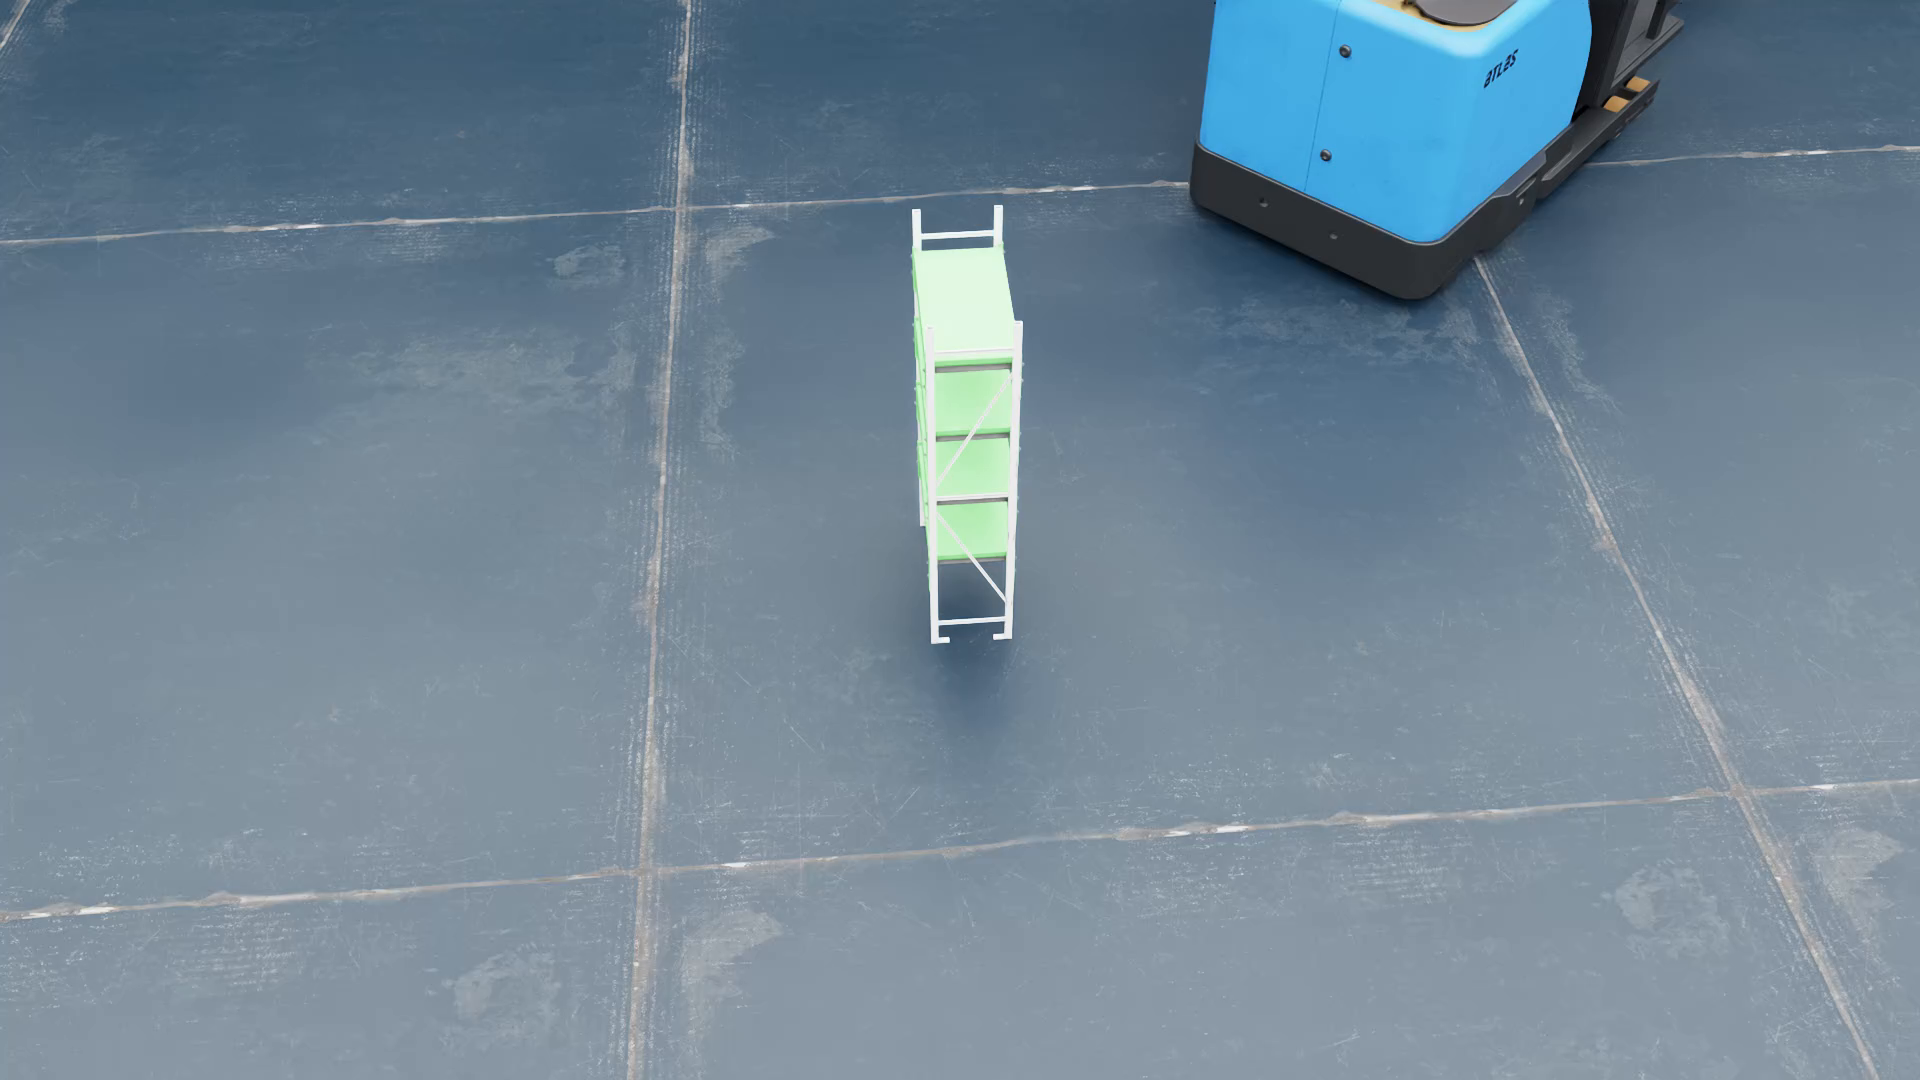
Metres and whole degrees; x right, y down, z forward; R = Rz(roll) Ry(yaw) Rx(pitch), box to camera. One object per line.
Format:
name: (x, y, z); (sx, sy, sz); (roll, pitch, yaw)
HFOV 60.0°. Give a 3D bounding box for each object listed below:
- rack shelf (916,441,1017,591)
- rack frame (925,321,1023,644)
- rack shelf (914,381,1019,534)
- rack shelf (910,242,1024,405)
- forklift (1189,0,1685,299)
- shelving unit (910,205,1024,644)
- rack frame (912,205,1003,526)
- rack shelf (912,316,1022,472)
rack shelf: (0.014, -0.084, 4.922); (0.258, 0.148, 0.480); (-3, 47, -3)
rack frame: (0.034, -0.116, 4.534); (0.240, 1.200, 0.015); (-3, 47, -3)
rack shelf: (0.014, -0.249, 4.747); (0.258, 0.148, 0.480); (-3, 47, -3)
rack shelf: (0.014, -0.579, 4.399); (0.258, 0.148, 0.480); (-3, 47, -3)
forklift: (2.230, -2.868, 5.948); (1.130, 2.935, 3.031); (32, 54, 27)
shelving unit: (0.014, -0.293, 4.701); (0.258, 1.200, 0.503); (-3, 47, -3)
rack frame: (-0.007, -0.469, 4.868); (0.240, 1.200, 0.015); (-3, 47, -3)
rack shelf: (0.014, -0.414, 4.573); (0.258, 0.148, 0.480); (-3, 47, -3)
